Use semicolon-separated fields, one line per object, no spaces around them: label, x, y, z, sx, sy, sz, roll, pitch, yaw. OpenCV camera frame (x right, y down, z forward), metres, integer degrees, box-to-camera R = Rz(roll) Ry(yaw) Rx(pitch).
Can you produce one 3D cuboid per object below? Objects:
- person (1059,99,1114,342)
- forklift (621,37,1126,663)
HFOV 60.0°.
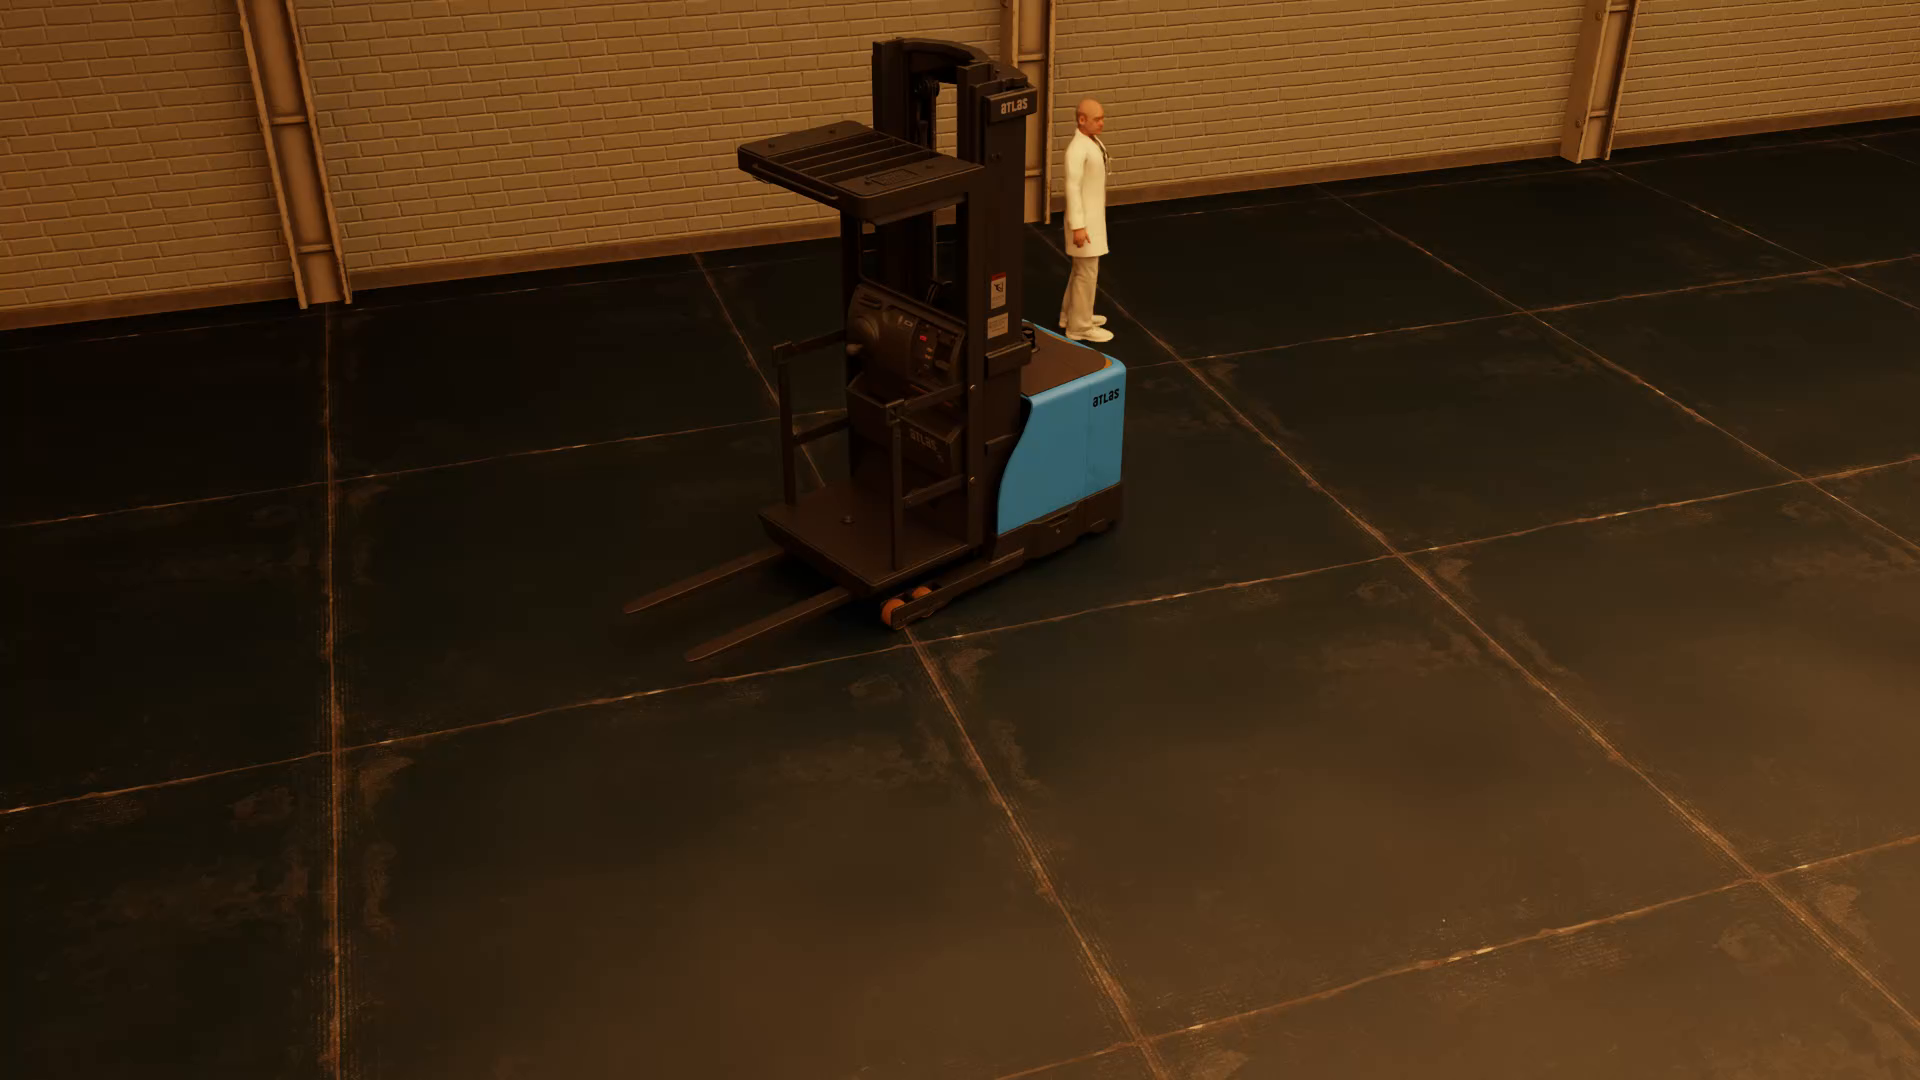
person;0.974;-2.384;12.385;0.435;1.781;0.670;3;30;6
forklift;-0.461;-1.072;8.951;3.031;2.935;1.130;-23;37;-34
